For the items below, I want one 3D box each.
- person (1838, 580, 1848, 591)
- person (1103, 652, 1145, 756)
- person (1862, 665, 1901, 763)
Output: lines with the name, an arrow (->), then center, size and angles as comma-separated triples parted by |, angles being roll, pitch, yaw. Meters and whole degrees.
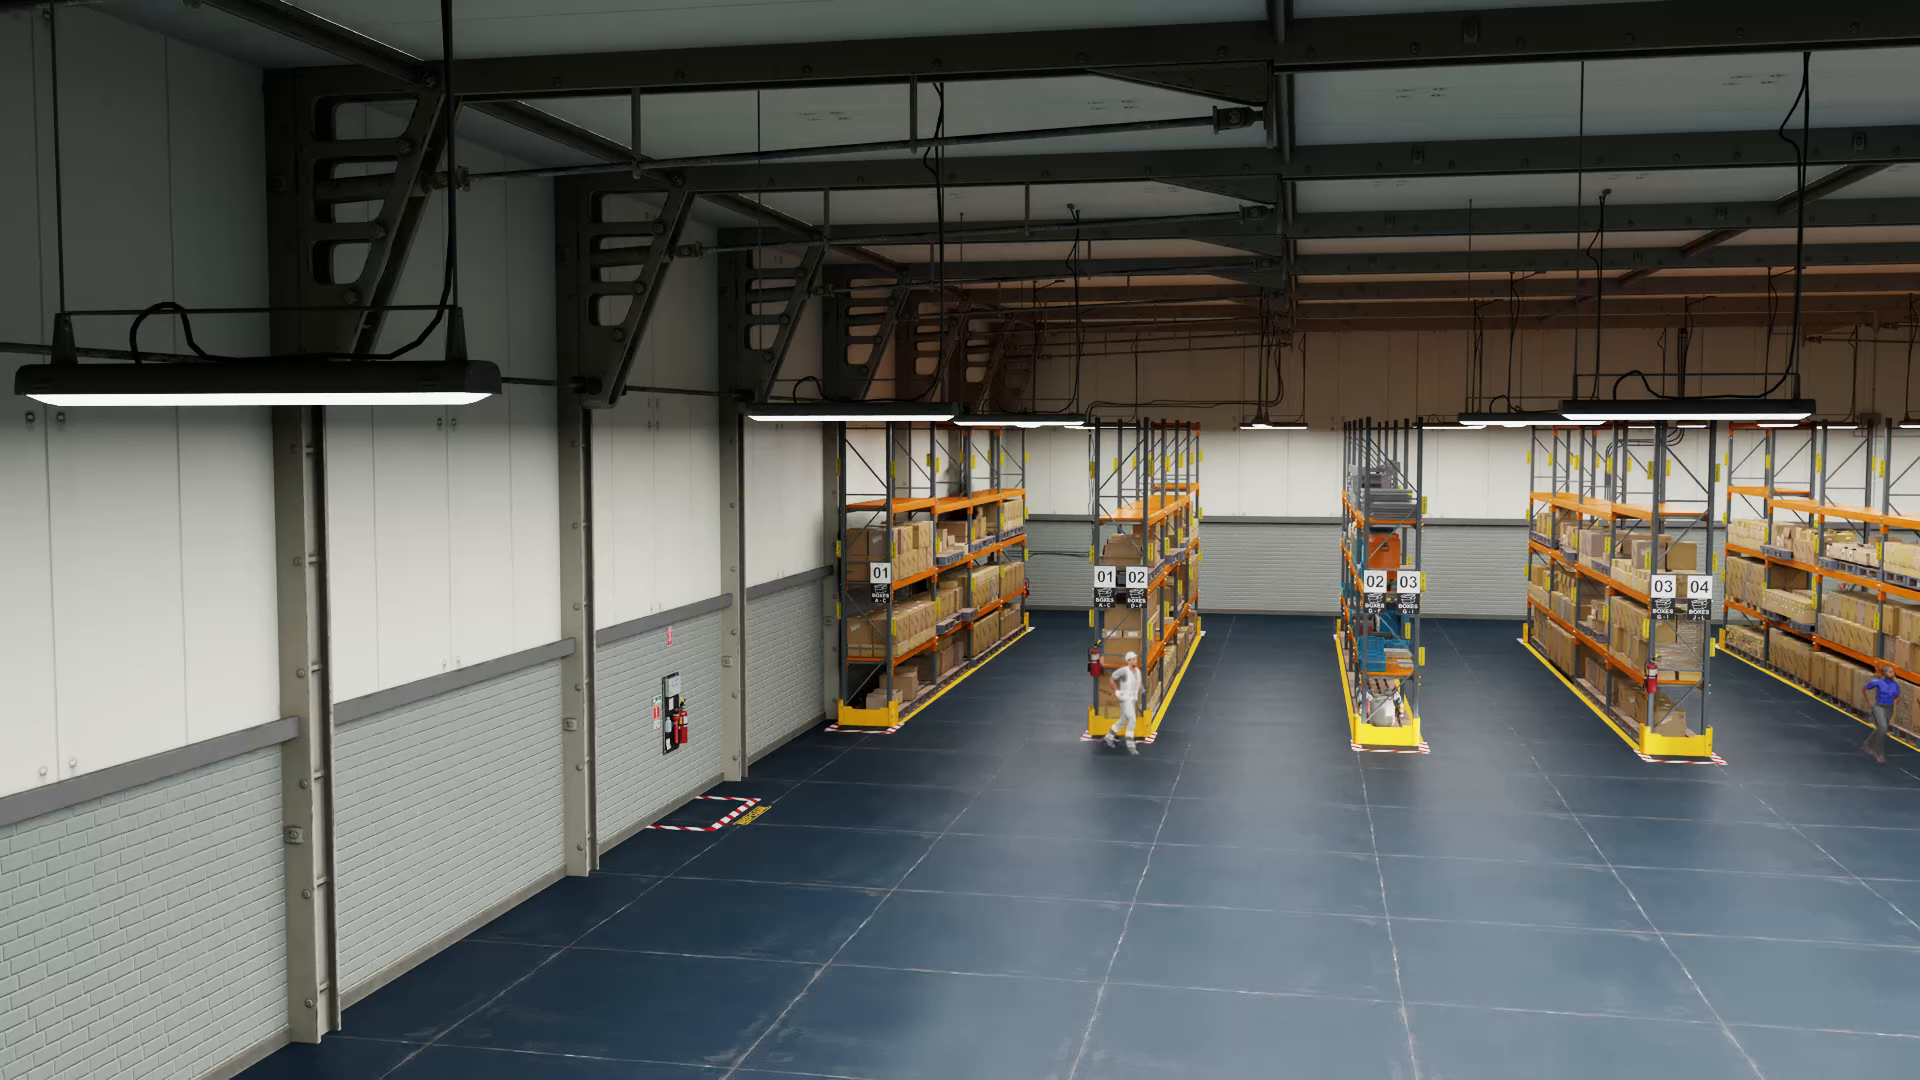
person -> 23.755, 1.938, 44.880 | 0.658, 1.737, 0.686 | 1, 4, 18
person -> 2.985, 2.891, 29.785 | 0.845, 1.812, 0.658 | 3, 5, 41
person -> 16.136, 3.044, 29.099 | 0.571, 1.697, 0.724 | -1, 4, -8
